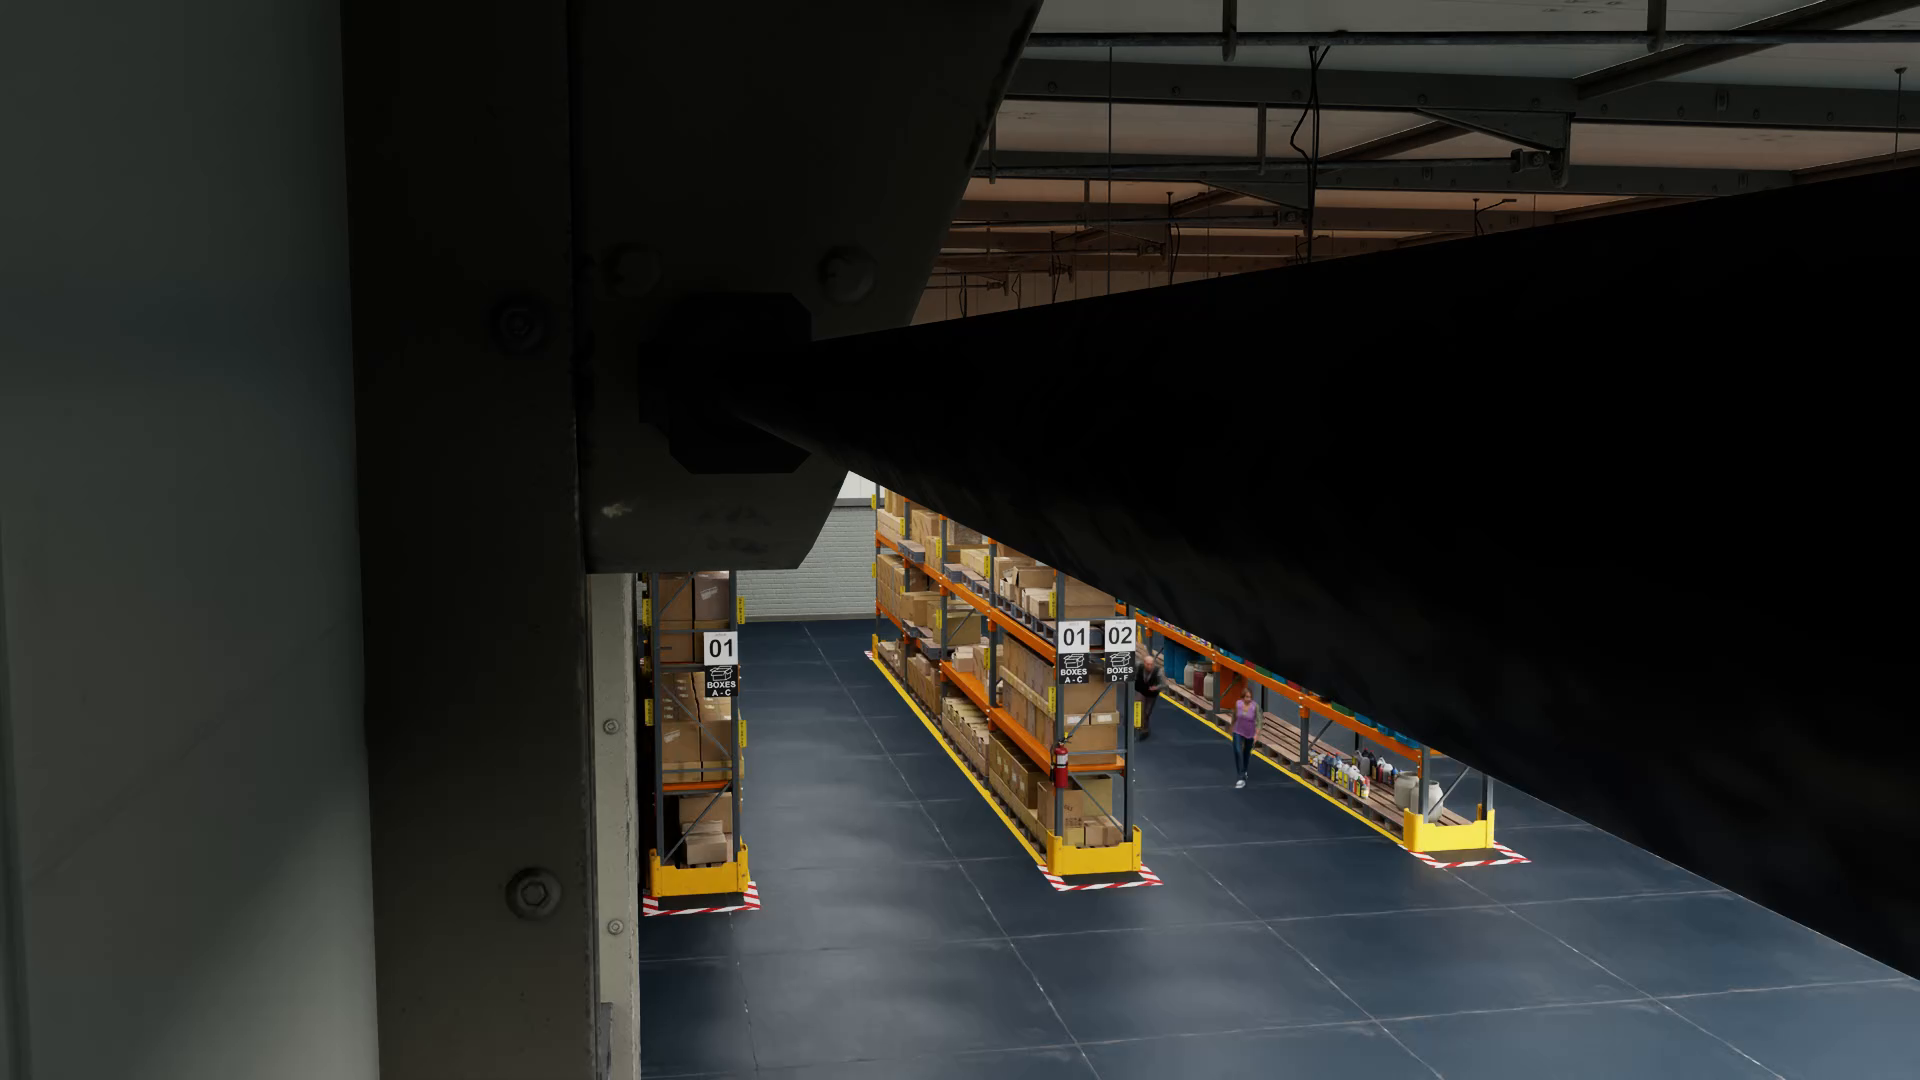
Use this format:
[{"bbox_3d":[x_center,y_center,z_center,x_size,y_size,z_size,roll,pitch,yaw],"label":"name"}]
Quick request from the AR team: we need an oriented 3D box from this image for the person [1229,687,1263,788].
[{"bbox_3d":[4.347,2.954,25.292,0.497,1.505,0.929,1,6,9],"label":"person"}]

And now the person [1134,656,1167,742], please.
[{"bbox_3d":[3.225,2.674,28.566,0.641,1.515,1.144,1,6,7],"label":"person"}]
